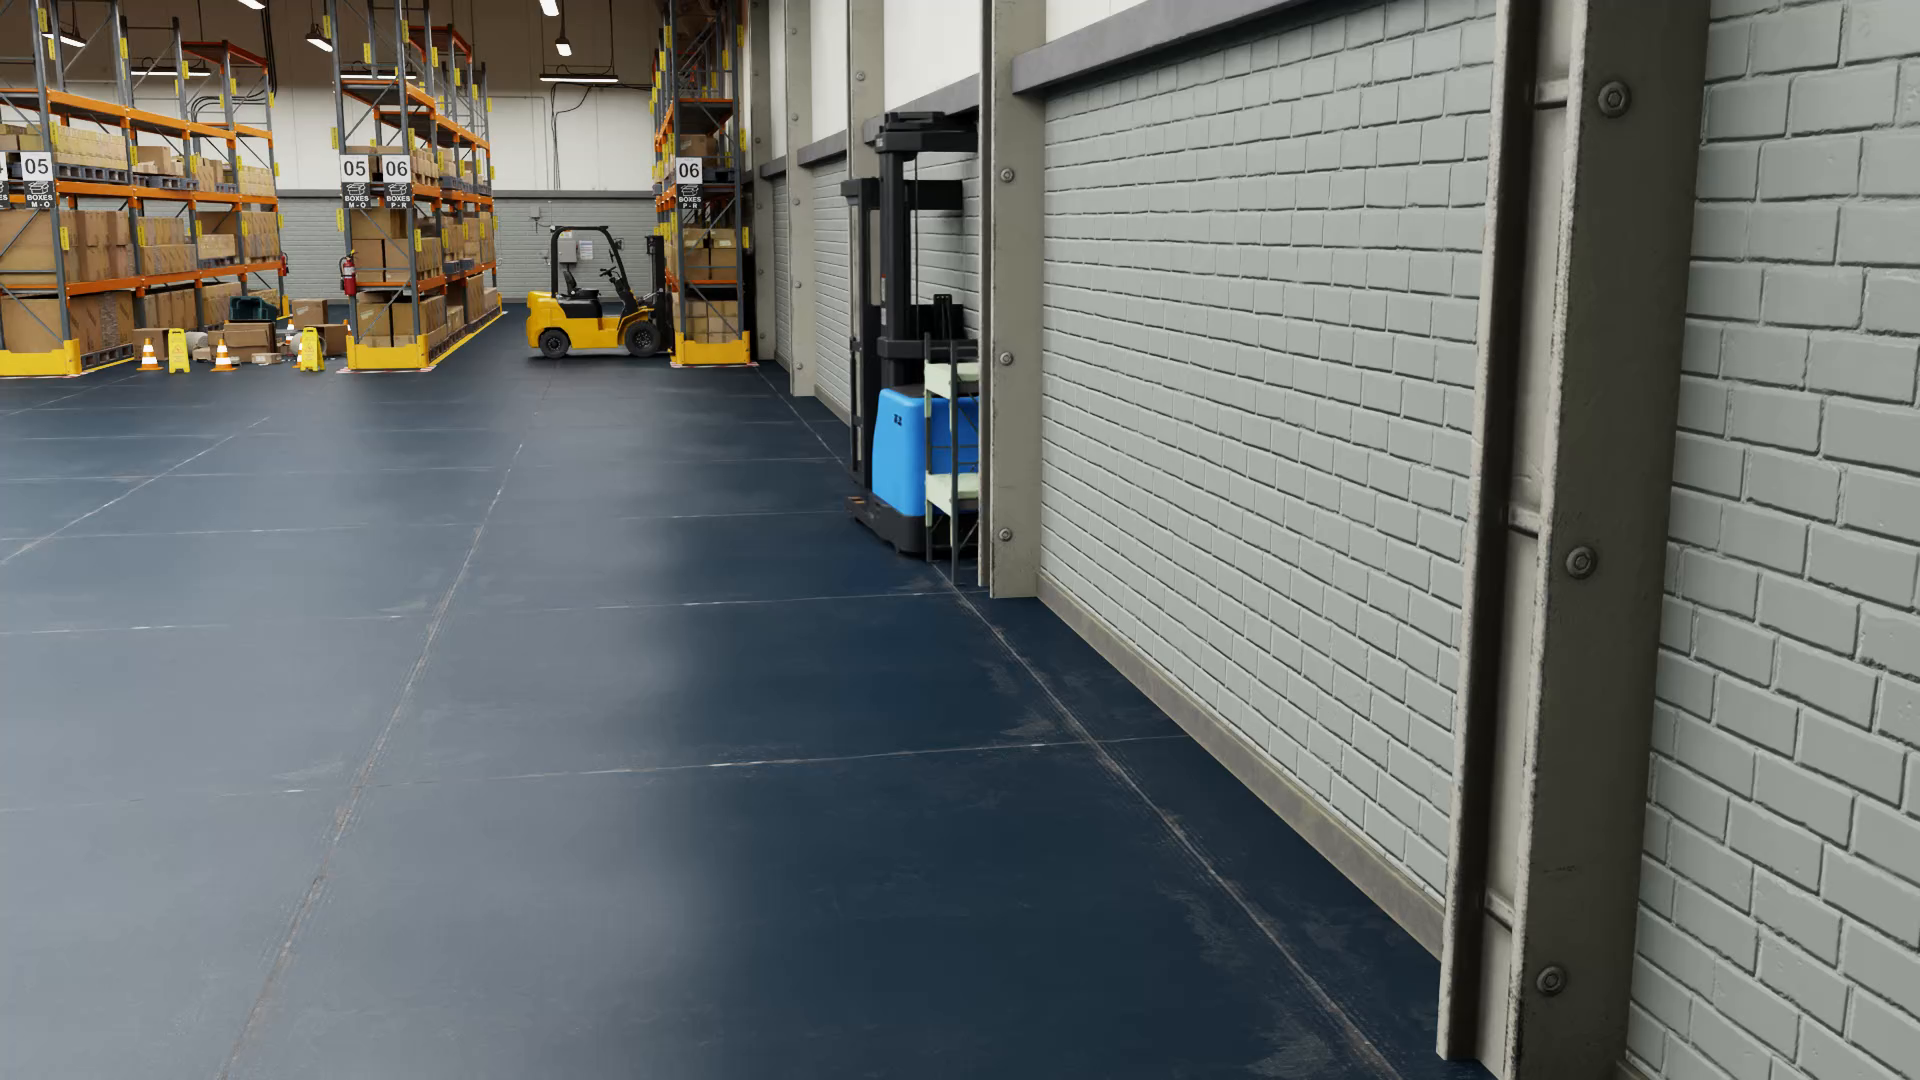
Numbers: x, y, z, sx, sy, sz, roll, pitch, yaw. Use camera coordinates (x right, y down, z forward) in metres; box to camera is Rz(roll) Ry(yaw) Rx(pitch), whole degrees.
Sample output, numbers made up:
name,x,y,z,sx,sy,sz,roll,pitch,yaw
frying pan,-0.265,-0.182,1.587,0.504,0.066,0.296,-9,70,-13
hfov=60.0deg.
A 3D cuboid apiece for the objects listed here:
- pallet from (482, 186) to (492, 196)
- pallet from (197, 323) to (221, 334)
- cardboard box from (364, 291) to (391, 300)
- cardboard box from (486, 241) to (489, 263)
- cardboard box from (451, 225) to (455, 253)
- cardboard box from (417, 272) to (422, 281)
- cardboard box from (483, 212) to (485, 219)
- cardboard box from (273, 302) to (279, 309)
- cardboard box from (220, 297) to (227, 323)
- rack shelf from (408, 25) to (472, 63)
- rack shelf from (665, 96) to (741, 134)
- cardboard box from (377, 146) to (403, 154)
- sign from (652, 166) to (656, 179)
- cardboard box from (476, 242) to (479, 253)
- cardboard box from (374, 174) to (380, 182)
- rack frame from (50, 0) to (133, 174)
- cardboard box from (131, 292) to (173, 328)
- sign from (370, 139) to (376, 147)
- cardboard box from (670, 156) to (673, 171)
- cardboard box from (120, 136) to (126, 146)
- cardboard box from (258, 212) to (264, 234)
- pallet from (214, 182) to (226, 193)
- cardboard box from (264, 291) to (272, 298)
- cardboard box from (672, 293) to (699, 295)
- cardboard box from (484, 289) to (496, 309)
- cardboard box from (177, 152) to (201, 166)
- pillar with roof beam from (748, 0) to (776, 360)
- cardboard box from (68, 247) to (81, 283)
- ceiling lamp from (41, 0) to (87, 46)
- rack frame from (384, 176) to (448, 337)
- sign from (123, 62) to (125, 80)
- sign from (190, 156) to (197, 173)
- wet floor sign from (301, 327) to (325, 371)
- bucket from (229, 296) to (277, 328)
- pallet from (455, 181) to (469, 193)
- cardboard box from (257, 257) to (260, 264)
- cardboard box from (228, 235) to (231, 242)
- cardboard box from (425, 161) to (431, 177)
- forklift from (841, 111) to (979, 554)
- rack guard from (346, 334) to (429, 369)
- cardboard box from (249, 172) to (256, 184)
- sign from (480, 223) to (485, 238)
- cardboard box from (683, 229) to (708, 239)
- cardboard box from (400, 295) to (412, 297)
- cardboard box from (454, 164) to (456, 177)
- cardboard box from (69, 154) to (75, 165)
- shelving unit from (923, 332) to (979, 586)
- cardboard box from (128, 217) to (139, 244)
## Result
name,x,y,z,sx,sy,sz,roll,pitch,yaw
pallet,-11.774,-8.358,39.799,1.003,0.211,1.213,-2,11,-11
pallet,-15.359,-4.171,33.046,1.003,0.211,1.213,-2,11,-11
cardboard box,-9.460,-3.968,27.013,0.380,0.149,0.250,-2,11,-9
cardboard box,-11.169,-6.658,38.388,0.500,0.500,0.500,-2,11,-11
cardboard box,-9.585,-5.543,30.612,0.500,0.500,0.500,-2,11,-11
cardboard box,-8.714,-4.173,26.268,0.380,0.149,0.250,-2,11,-13
cardboard box,-11.235,-7.536,38.591,0.380,0.149,0.250,-2,11,-11
cardboard box,-16.308,-5.538,39.272,0.380,0.149,0.250,-2,11,-9
cardboard box,-15.301,-4.701,33.934,0.500,0.500,0.500,-2,11,-12
rack shelf,-10.761,-10.189,34.198,1.077,0.370,4.000,-2,11,-11
rack shelf,-4.337,-7.074,27.789,1.077,0.370,4.000,-2,11,-11
cardboard box,-8.685,-5.943,25.416,0.380,0.149,0.250,-2,11,-11
sign,-7.592,-9.128,41.270,0.100,0.325,0.005,-2,11,-11
cardboard box,-10.721,-6.338,36.038,0.500,0.250,0.500,-2,11,-10
cardboard box,-9.259,-5.629,25.896,0.380,0.149,0.250,-2,11,-9
rack frame,-14.430,-7.611,27.616,1.000,3.000,0.127,-2,11,-11
cardboard box,-14.823,-4.053,29.860,1.050,0.750,0.750,-2,11,-11
sign,-10.138,-6.763,28.745,0.100,0.325,0.005,-2,11,-11
cardboard box,-4.735,-6.423,28.368,0.396,0.266,0.258,-2,11,-12
cardboard box,-14.046,-6.606,27.506,0.380,0.149,0.250,-2,11,-11
cardboard box,-16.117,-7.191,37.720,0.500,0.500,0.500,-3,11,-13
pallet,-15.766,-7.205,34.009,1.213,0.211,1.003,-2,11,-11
cardboard box,-16.150,-5.687,38.462,0.380,0.149,0.250,-2,11,-9
cardboard box,-4.940,-4.290,29.771,0.500,0.250,0.500,-2,11,-12
cardboard box,-11.515,-5.726,39.487,0.875,0.438,0.875,-2,11,-9
cardboard box,-15.117,-7.475,32.610,0.396,0.266,0.258,-2,11,-11
pillar with roof beam,-7.422,-7.261,25.778,9.100,9.000,0.400,-2,11,-11
cardboard box,-13.897,-4.170,25.184,0.875,0.550,0.550,-2,11,-11
ceiling lamp,-18.005,-11.731,33.652,0.800,3.185,2.000,-2,11,-11
rack frame,-9.594,-4.862,29.221,1.000,3.000,0.127,-2,11,-11
sign,-15.738,-8.821,31.263,0.100,0.325,0.005,-2,11,-11
sign,-14.662,-7.183,31.794,0.100,0.325,0.005,-2,11,-11
wet floor sign,-9.829,-2.898,25.199,0.267,0.644,0.232,2,11,9
bucket,-12.142,-3.861,28.651,0.726,0.611,0.620,2,1,9
pallet,-10.549,-7.093,33.422,1.213,0.211,1.003,-2,11,-8
cardboard box,-16.024,-6.311,37.505,0.380,0.149,0.250,-2,11,-8
cardboard box,-15.663,-6.390,35.206,0.380,0.149,0.250,-2,11,-13
cardboard box,-9.060,-6.150,27.571,0.500,0.250,0.500,-2,11,-12
forklift,-0.246,-1.582,12.169,1.130,2.935,3.031,-3,11,-15
rack guard,-8.831,-2.915,25.673,1.175,0.500,0.348,-2,11,-11
cardboard box,-16.021,-8.058,37.051,0.500,0.250,0.500,-2,11,-10
sign,-10.620,-6.881,36.942,0.100,0.325,0.005,-2,11,-11
cardboard box,-4.224,-4.882,26.525,0.380,0.149,0.250,-2,11,-11
cardboard box,-9.744,-3.968,28.748,0.500,0.500,0.500,-2,11,-8
cardboard box,-9.534,-6.775,30.524,0.500,0.250,0.500,-2,11,-12
cardboard box,-13.503,-5.703,24.896,0.380,0.149,0.250,-2,11,-11
shelving unit,0.059,-0.534,10.470,0.431,1.500,0.755,-3,11,-13
cardboard box,-14.532,-5.295,28.552,0.700,0.500,0.500,-2,11,-12
